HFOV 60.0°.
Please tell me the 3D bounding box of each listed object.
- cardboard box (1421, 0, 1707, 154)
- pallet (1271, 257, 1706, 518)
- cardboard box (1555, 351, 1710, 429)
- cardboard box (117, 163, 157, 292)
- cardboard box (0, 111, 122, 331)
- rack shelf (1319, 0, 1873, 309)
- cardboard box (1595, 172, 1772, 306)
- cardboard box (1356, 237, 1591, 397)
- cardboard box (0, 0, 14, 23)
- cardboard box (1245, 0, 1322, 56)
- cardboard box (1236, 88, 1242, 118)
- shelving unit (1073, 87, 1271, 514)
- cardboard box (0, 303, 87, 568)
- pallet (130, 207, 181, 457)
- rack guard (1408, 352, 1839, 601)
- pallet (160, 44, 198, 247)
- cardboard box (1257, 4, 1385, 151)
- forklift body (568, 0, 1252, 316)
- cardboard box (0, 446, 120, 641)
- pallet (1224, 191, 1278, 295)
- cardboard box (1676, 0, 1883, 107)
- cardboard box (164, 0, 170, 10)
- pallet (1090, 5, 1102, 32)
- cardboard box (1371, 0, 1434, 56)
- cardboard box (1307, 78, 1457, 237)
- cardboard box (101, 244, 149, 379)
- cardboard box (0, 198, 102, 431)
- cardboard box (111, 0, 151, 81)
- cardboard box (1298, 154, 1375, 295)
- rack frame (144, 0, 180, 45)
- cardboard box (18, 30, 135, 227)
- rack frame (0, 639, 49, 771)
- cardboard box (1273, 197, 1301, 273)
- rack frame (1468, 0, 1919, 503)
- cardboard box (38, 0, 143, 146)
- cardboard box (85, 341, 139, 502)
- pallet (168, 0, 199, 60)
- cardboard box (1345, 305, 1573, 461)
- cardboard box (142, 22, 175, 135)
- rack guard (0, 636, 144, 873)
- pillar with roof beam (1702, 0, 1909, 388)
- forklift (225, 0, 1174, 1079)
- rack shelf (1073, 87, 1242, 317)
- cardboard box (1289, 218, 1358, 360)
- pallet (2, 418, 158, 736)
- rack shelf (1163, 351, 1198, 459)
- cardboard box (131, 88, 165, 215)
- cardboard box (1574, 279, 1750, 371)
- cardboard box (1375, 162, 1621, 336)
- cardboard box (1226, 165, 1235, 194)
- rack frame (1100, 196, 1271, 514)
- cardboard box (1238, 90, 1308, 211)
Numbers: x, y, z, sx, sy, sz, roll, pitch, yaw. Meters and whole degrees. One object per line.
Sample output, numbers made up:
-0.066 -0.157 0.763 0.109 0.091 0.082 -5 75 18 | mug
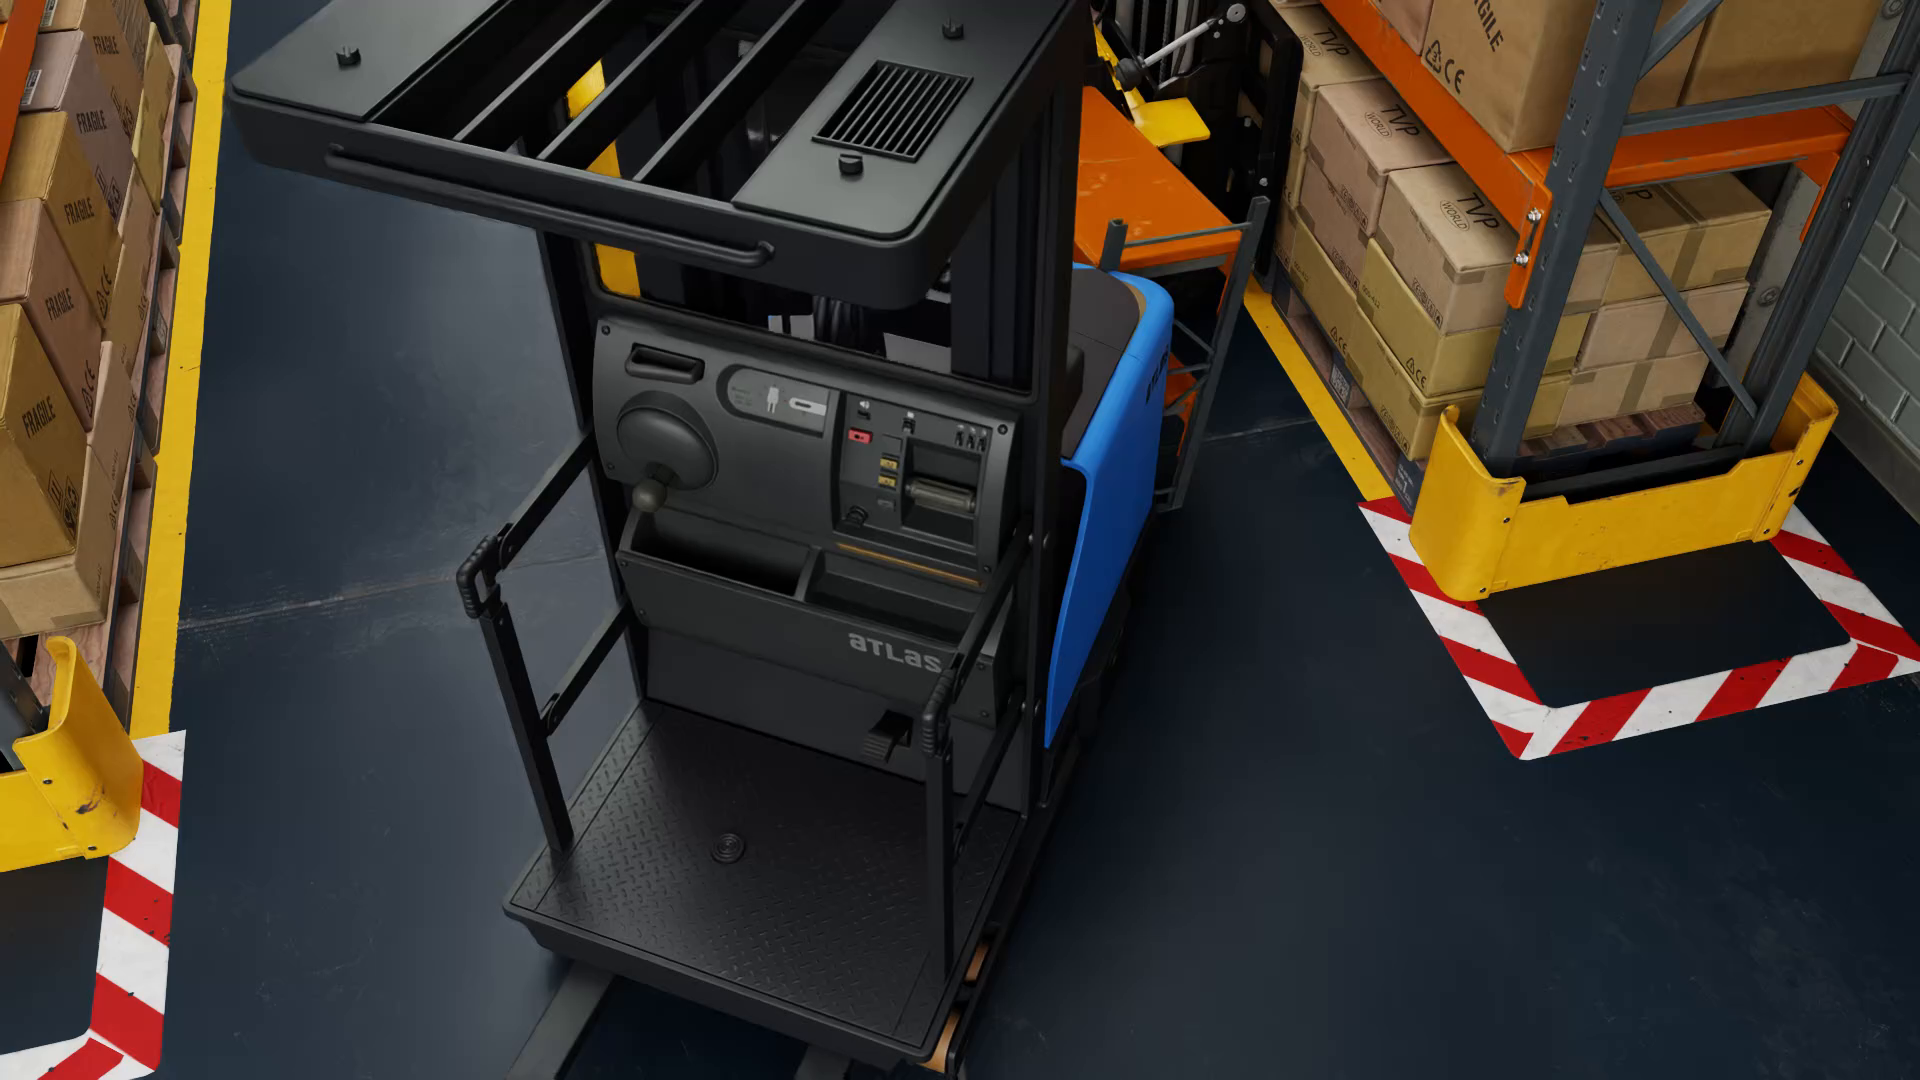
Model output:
1.626 -1.421 4.472 0.500 0.500 0.500 -12 47 -11 | cardboard box
1.770 -0.639 5.728 1.003 0.211 1.213 -11 47 -10 | pallet
2.070 -0.654 5.422 0.500 0.250 0.500 -11 47 -10 | cardboard box
-3.132 -1.054 5.814 0.500 0.250 0.500 -10 46 -10 | cardboard box
-2.995 -0.963 5.200 0.500 0.500 0.500 -10 46 -10 | cardboard box
1.494 -2.223 5.832 1.077 0.370 4.000 -11 47 -10 | rack shelf
2.066 -0.995 5.056 0.500 0.250 0.500 -11 47 -11 | cardboard box
1.579 -0.733 5.149 0.500 0.250 0.500 -11 47 -11 | cardboard box
-3.037 -1.638 4.931 0.380 0.149 0.250 -10 46 -10 | cardboard box
1.189 -1.939 5.981 0.500 0.250 0.500 -12 47 -11 | cardboard box
1.184 -1.780 6.175 0.500 0.250 0.500 -11 47 -10 | cardboard box
0.329 -0.802 5.152 0.538 1.125 1.048 -13 47 -24 | shelving unit
-2.737 -0.255 4.506 0.500 0.500 0.500 -12 47 -12 | cardboard box
-3.293 -0.669 5.758 1.003 0.211 1.213 -11 47 -10 | pallet
2.012 -0.203 5.099 1.175 0.500 0.348 -11 47 -10 | rack guard
-3.609 -1.513 6.585 1.003 0.211 1.213 -11 47 -10 | pallet
1.312 -1.588 5.637 0.500 0.250 0.500 -10 46 -10 | cardboard box
-0.243 -1.773 5.482 2.313 2.155 1.214 -11 47 -10 | forklift body
-2.730 0.024 4.758 0.500 0.250 0.500 -11 47 -11 | cardboard box
1.461 -1.479 6.552 1.003 0.211 1.213 -11 47 -10 | pallet
2.148 -1.522 4.571 0.500 0.500 0.500 -9 46 -9 | cardboard box
-3.952 -2.535 7.180 0.950 0.372 0.625 -10 46 -10 | cardboard box
1.145 -2.323 7.379 1.003 0.211 1.213 -11 47 -10 | pallet
1.503 -1.781 4.825 0.500 0.500 0.500 -9 46 -9 | cardboard box
1.450 -1.241 5.297 0.500 0.250 0.500 -10 46 -10 | cardboard box
-3.006 -0.704 5.471 0.500 0.250 0.500 -8 46 -8 | cardboard box
-2.875 -0.615 4.859 0.500 0.500 0.500 -12 47 -12 | cardboard box
-3.404 -2.033 6.249 0.500 0.500 0.500 -11 47 -11 | cardboard box
1.462 -1.081 5.490 0.500 0.250 0.500 -11 47 -11 | cardboard box
-3.815 -2.946 6.037 1.000 3.000 0.127 -11 47 -10 | rack frame
-3.141 -1.331 5.560 0.500 0.500 0.500 -8 46 -8 | cardboard box
-2.791 -0.184 3.330 1.000 3.000 0.127 -11 47 -10 | rack frame
1.343 -1.238 5.994 0.500 0.250 0.500 -10 46 -10 | cardboard box
2.006 -1.094 4.222 1.000 3.000 0.127 -11 47 -10 | rack frame
-3.272 -1.683 5.905 0.500 0.500 0.500 -10 46 -10 | cardboard box
-2.854 -0.330 5.104 0.500 0.250 0.500 -9 46 -9 | cardboard box
-4.016 -2.507 7.559 1.003 0.211 1.213 -11 47 -10 | pallet
1.581 -0.546 5.316 0.500 0.250 0.500 -10 46 -10 | cardboard box
-3.404 -1.771 6.517 0.500 0.250 0.500 -9 46 -9 | cardboard box
-2.811 0.638 4.274 1.175 0.500 0.348 -11 47 -10 | rack guard
-1.462 -3.053 1.941 9.100 9.000 0.400 -11 47 -10 | pillar with roof beam
-0.410 -0.096 3.291 1.130 2.935 3.031 15 47 14 | forklift
0.367 -1.016 4.956 0.538 0.278 1.000 -13 47 -24 | rack shelf
1.462 -0.891 5.654 0.500 0.250 0.500 -11 47 -10 | cardboard box
-2.984 0.172 4.934 1.003 0.211 1.213 -11 47 -10 | pallet
0.298 -0.623 5.316 0.538 0.278 1.000 -13 47 -24 | rack shelf
-3.258 -1.406 6.158 0.500 0.250 0.500 -12 47 -11 | cardboard box
2.087 -0.817 5.231 0.500 0.250 0.500 -10 46 -10 | cardboard box
1.587 -0.890 4.953 0.500 0.250 0.500 -9 46 -9 | cardboard box
1.188 -1.592 6.341 0.500 0.250 0.500 -9 46 -9 | cardboard box
0.550 -0.472 4.834 0.500 1.125 0.032 -13 47 -24 | rack frame
1.309 -1.434 5.836 0.500 0.250 0.500 -12 47 -11 | cardboard box
